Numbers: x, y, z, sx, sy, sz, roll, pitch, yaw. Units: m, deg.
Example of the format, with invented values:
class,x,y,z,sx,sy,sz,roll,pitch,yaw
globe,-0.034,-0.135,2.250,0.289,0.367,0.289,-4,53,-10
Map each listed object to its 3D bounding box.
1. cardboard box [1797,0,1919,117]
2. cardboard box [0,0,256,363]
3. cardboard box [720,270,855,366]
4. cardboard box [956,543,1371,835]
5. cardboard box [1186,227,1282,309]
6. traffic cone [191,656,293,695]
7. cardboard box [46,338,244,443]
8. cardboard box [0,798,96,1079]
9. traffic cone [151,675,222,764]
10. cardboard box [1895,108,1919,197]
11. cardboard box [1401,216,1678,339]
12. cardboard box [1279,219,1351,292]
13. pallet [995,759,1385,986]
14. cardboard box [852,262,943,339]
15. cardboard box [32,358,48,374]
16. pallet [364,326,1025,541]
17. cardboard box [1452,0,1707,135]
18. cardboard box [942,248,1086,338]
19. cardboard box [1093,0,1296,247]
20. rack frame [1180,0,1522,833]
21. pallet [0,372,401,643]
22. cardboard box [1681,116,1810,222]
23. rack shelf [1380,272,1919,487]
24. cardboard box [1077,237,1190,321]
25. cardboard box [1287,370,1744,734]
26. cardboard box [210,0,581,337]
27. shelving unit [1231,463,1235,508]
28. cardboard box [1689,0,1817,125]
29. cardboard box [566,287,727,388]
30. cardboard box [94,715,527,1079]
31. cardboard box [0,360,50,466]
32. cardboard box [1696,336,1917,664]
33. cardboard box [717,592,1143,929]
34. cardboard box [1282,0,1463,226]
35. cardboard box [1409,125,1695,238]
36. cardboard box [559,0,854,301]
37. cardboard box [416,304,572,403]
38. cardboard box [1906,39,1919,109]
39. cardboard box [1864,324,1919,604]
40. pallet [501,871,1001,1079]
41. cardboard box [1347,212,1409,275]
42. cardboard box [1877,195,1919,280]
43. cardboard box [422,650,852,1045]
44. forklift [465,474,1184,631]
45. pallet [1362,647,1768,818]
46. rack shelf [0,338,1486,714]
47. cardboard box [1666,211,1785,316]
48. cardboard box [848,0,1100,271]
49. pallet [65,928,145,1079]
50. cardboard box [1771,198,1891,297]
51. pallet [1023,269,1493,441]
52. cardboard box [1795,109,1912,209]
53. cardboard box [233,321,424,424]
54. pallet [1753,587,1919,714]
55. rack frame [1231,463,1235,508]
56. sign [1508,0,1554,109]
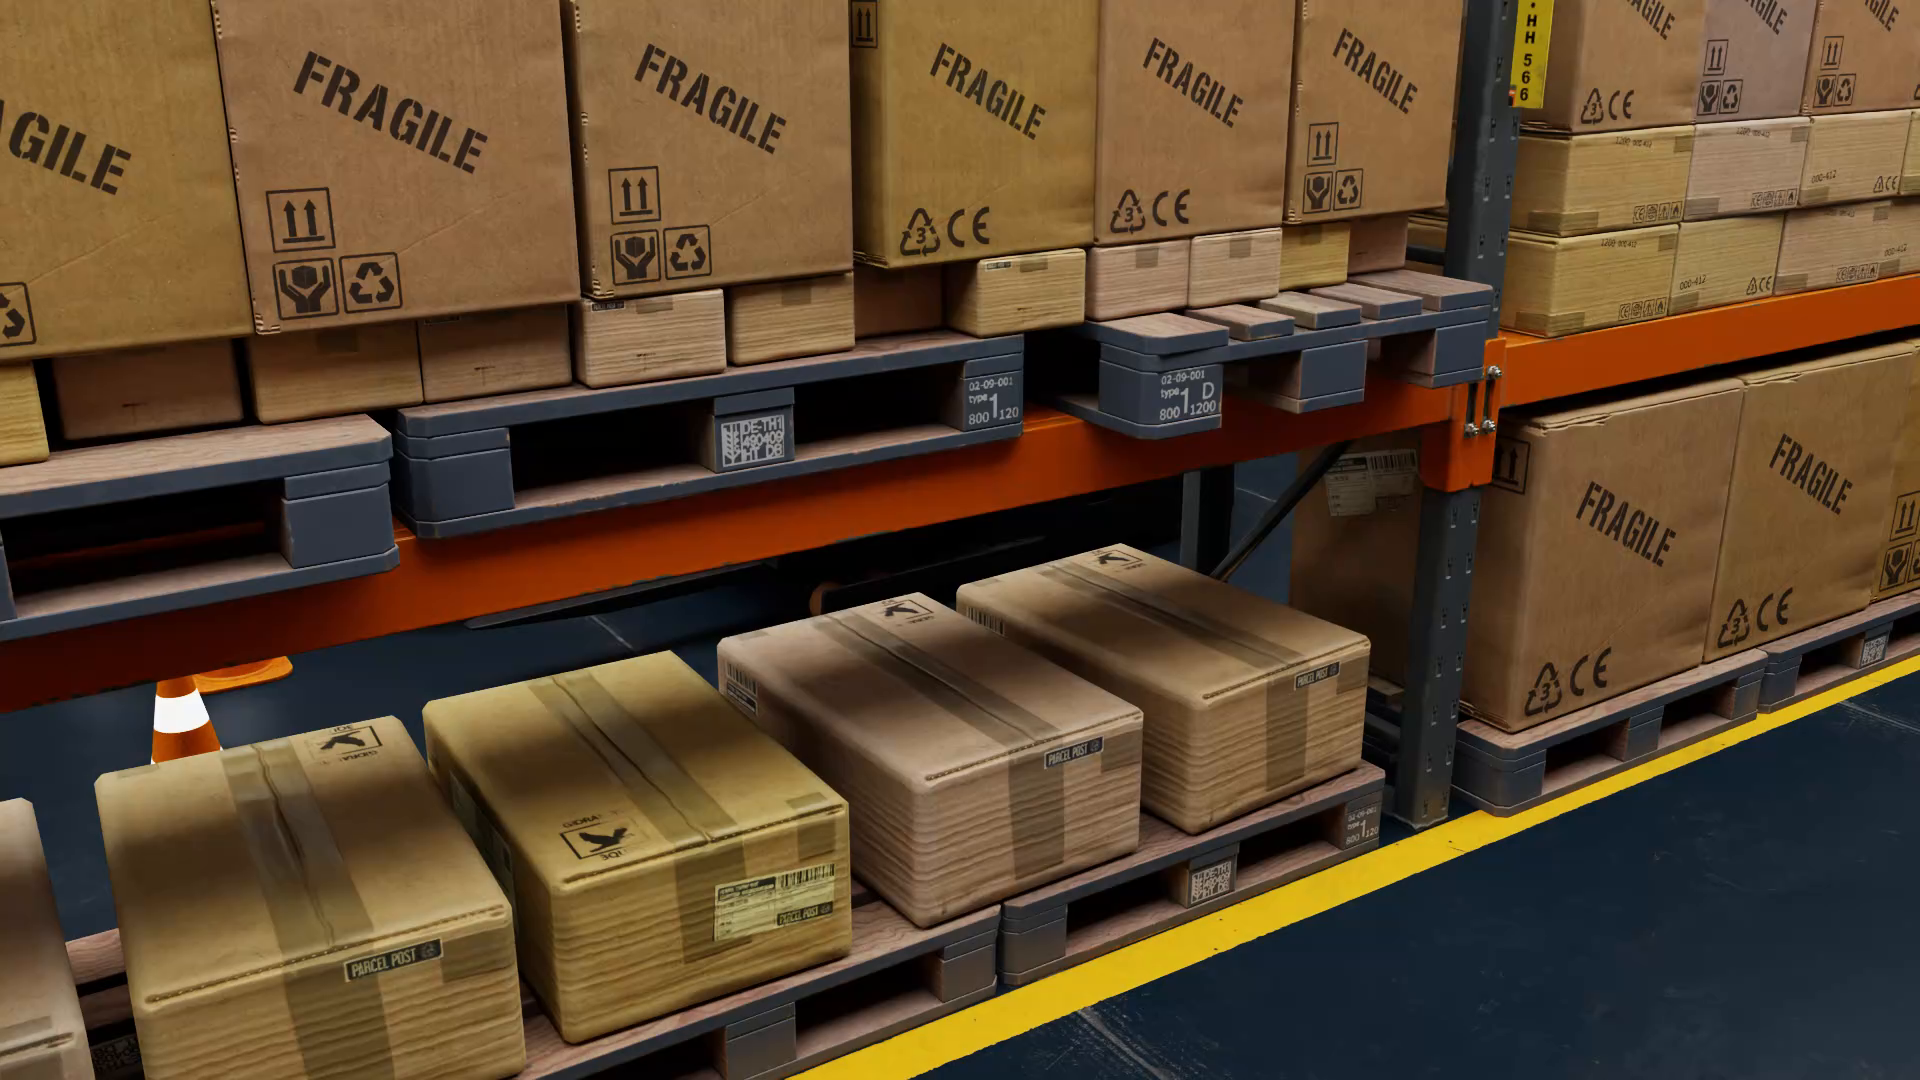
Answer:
class,x,y,z,sx,sy,sz,roll,pitch,yaw
cardboard box,2.389,-1.503,4.790,0.500,0.500,0.500,-11,22,-30
cardboard box,-1.380,-0.560,2.443,0.500,0.500,0.500,-12,22,-31
cardboard box,-0.402,-0.449,3.125,0.250,0.149,0.380,-13,22,-33
cardboard box,0.516,0.359,4.446,0.625,0.372,0.950,-14,23,-35
cardboard box,0.479,-0.620,3.631,0.250,0.149,0.380,-12,22,-32
traffic cone,-2.390,0.211,5.397,0.334,0.463,0.336,-12,22,-31
cardboard box,-1.304,-0.284,2.637,0.250,0.149,0.380,-10,21,-28
cardboard box,-1.911,0.874,2.924,0.625,0.372,0.950,-12,22,-31
traffic cone,-2.082,0.530,4.455,0.334,0.463,0.336,-12,22,-31
cardboard box,2.838,-1.234,5.164,0.500,0.250,0.500,-11,22,-30
cardboard box,1.540,-0.731,4.459,0.500,0.250,0.500,-12,22,-32
cardboard box,0.665,-0.676,3.798,0.250,0.149,0.380,-12,22,-31
pallet,0.340,0.675,4.419,1.213,0.211,1.003,-12,22,-31
cardboard box,-0.237,-0.515,3.321,0.250,0.149,0.380,-12,22,-31
cardboard box,-1.644,-0.420,3.040,0.250,0.149,0.380,-12,22,-32
pallet,-0.638,-0.333,3.346,1.213,0.211,1.003,-12,22,-31
cardboard box,1.540,-1.326,4.266,0.500,0.500,0.500,-13,22,-33
cardboard box,0.042,-0.525,3.352,0.250,0.149,0.380,-11,22,-30
cardboard box,0.341,-0.922,3.513,0.500,0.500,0.500,-12,22,-32
rack frame,0.993,-0.784,4.379,0.127,3.000,1.000,-12,22,-31
pallet,-1.629,-0.084,2.609,1.213,0.211,1.003,-12,22,-31
cardboard box,1.984,-1.063,4.660,0.500,0.250,0.500,-11,22,-30
rack shelf,2.664,-0.795,5.536,4.000,0.370,1.077,-12,22,-31
cardboard box,0.264,-0.578,3.506,0.250,0.149,0.380,-13,23,-34
cardboard box,1.616,-0.075,4.946,0.875,0.875,0.875,-12,22,-32
cardboard box,-0.960,-0.644,2.689,0.500,0.500,0.500,-12,22,-32
shelving unit,1.004,-0.708,6.952,0.258,1.200,0.189,-16,22,-40
cardboard box,1.949,-1.416,4.532,0.500,0.500,0.500,-12,22,-31
cardboard box,-0.608,-0.394,2.963,0.250,0.149,0.380,-11,22,-29
cardboard box,-1.312,0.746,3.301,0.625,0.372,0.950,-10,21,-28
cardboard box,-1.499,-0.213,2.429,0.250,0.149,0.380,-11,22,-30
cardboard box,2.363,-0.231,5.407,0.875,0.875,0.875,-12,22,-31
cardboard box,-0.096,0.491,4.055,0.625,0.372,0.950,-12,22,-32
cardboard box,0.766,-1.016,3.791,0.500,0.500,0.500,-13,22,-33
cardboard box,1.552,-0.973,4.391,0.500,0.250,0.500,-12,22,-32
cardboard box,-0.537,-0.737,2.966,0.500,0.500,0.500,-13,23,-34
cardboard box,-0.859,-0.361,2.865,0.250,0.149,0.380,-12,22,-31
cardboard box,2.812,-1.591,5.050,0.500,0.500,0.500,-12,22,-31
cardboard box,3.110,-0.389,5.873,0.875,0.875,0.875,-11,22,-30
pallet,-0.678,0.888,3.788,1.213,0.211,1.003,-12,22,-31
cardboard box,0.849,-0.743,3.995,0.250,0.149,0.380,-11,22,-29
cardboard box,2.811,-1.005,5.269,0.500,0.250,0.500,-12,22,-31
cardboard box,-0.733,0.623,3.665,0.625,0.372,0.950,-11,22,-30
forklift,-0.509,-1.270,5.924,3.031,2.935,1.130,-13,23,-34
pallet,1.693,0.419,5.177,1.213,0.211,1.003,-12,22,-31
rack shelf,-0.677,-0.090,3.452,4.000,0.370,1.077,-12,22,-31
cardboard box,1.959,-0.827,4.740,0.500,0.250,0.500,-13,22,-33
cardboard box,-0.080,-0.833,3.249,0.500,0.500,0.500,-14,23,-35
pallet,-1.698,1.104,3.148,1.213,0.211,1.003,-12,22,-31
cardboard box,2.401,-0.917,5.009,0.500,0.250,0.500,-11,22,-30
pallet,0.457,-0.539,3.954,1.003,0.211,1.213,-12,22,-31
cardboard box,2.408,-1.148,4.910,0.500,0.250,0.500,-12,22,-32
cardboard box,-1.066,-0.318,2.738,0.250,0.149,0.380,-12,22,-31
pallet,2.711,0.205,5.808,1.213,0.211,1.003,-12,22,-31
rack frame,1.066,-0.690,6.886,0.240,1.200,0.006,-16,22,-40
sign,1.300,-1.151,3.782,0.005,0.325,0.100,-12,22,-31
